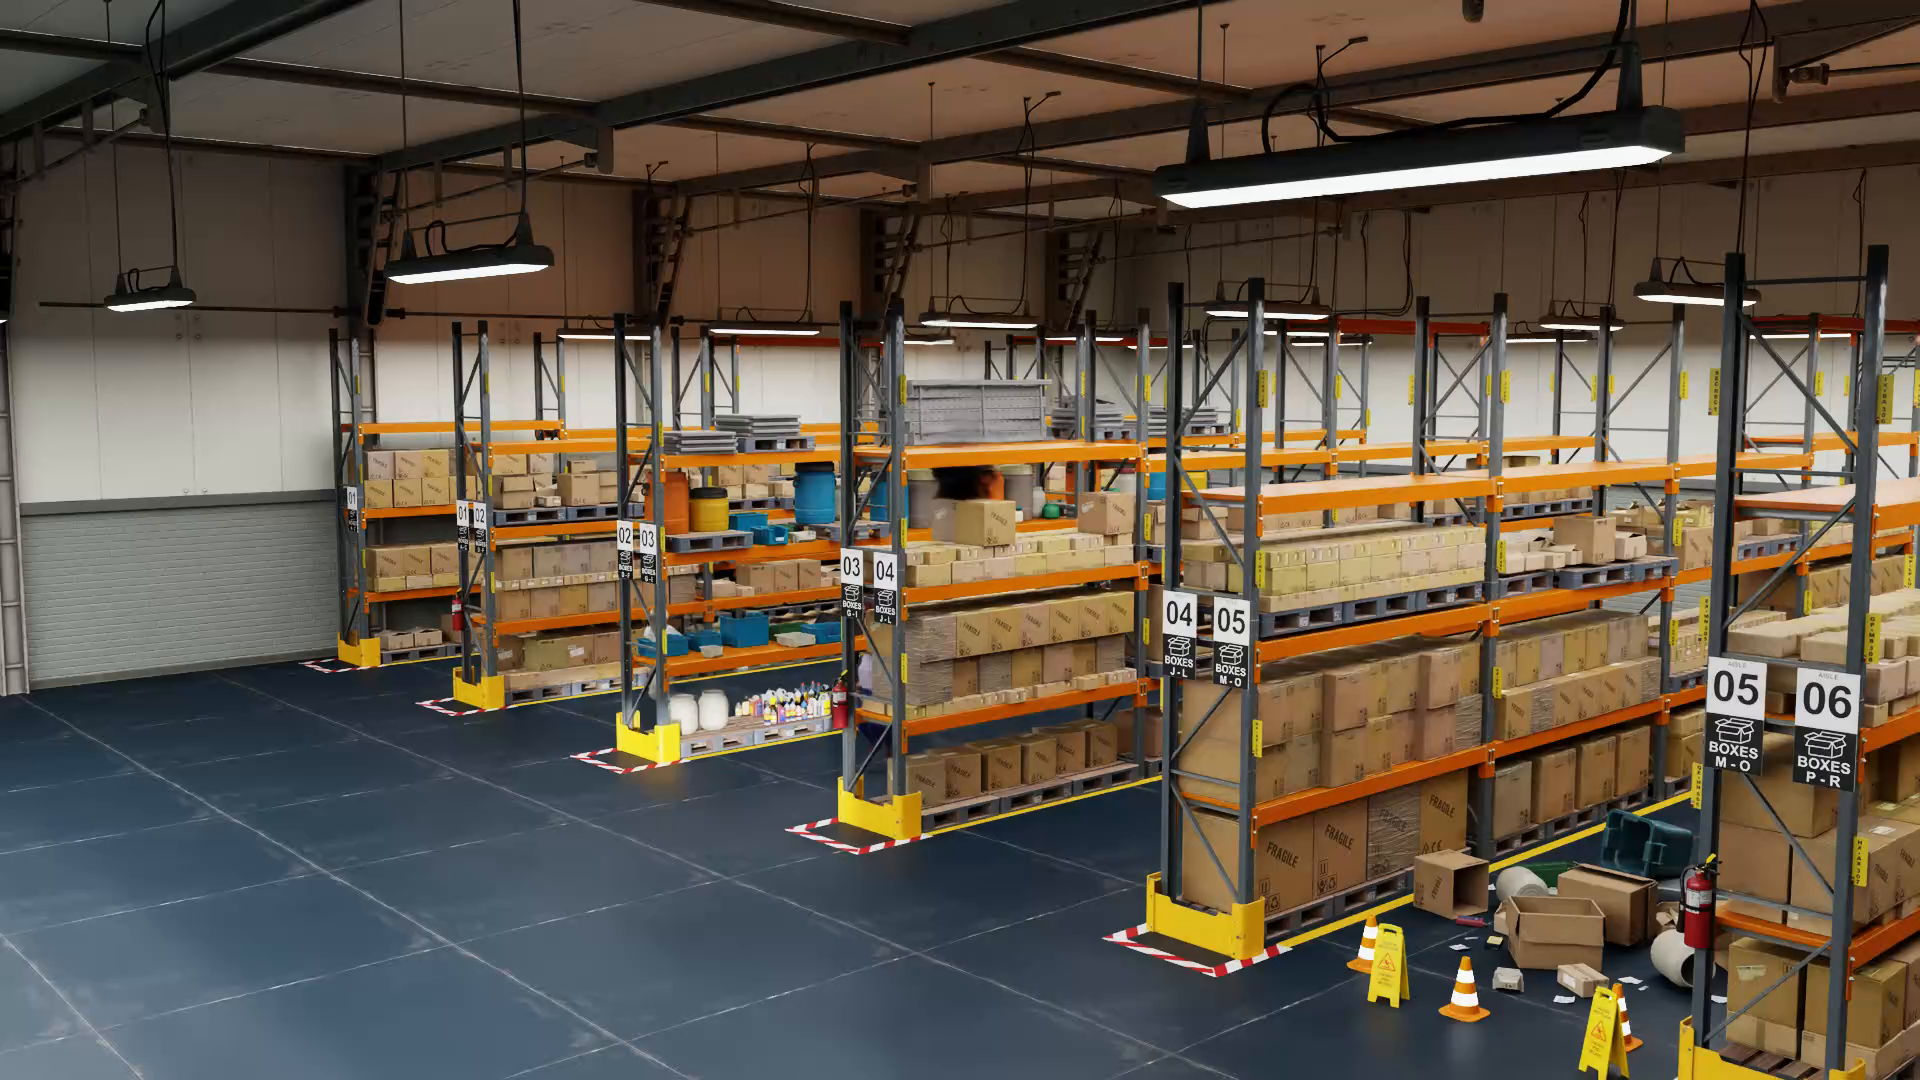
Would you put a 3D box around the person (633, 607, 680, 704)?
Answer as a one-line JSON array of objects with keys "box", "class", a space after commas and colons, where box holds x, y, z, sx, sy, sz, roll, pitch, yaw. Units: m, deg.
[{"box": [-4.438, 1.872, 24.412, 0.662, 1.774, 0.785, 5, 7, 40], "class": "person"}]

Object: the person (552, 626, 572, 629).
[{"box": [-6.889, 1.407, 29.107, 0.801, 1.841, 0.682, -5, 8, -43], "class": "person"}]

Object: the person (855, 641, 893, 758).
[{"box": [-1.120, 2.042, 21.595, 0.586, 1.621, 0.526, 5, 7, 41], "class": "person"}]
